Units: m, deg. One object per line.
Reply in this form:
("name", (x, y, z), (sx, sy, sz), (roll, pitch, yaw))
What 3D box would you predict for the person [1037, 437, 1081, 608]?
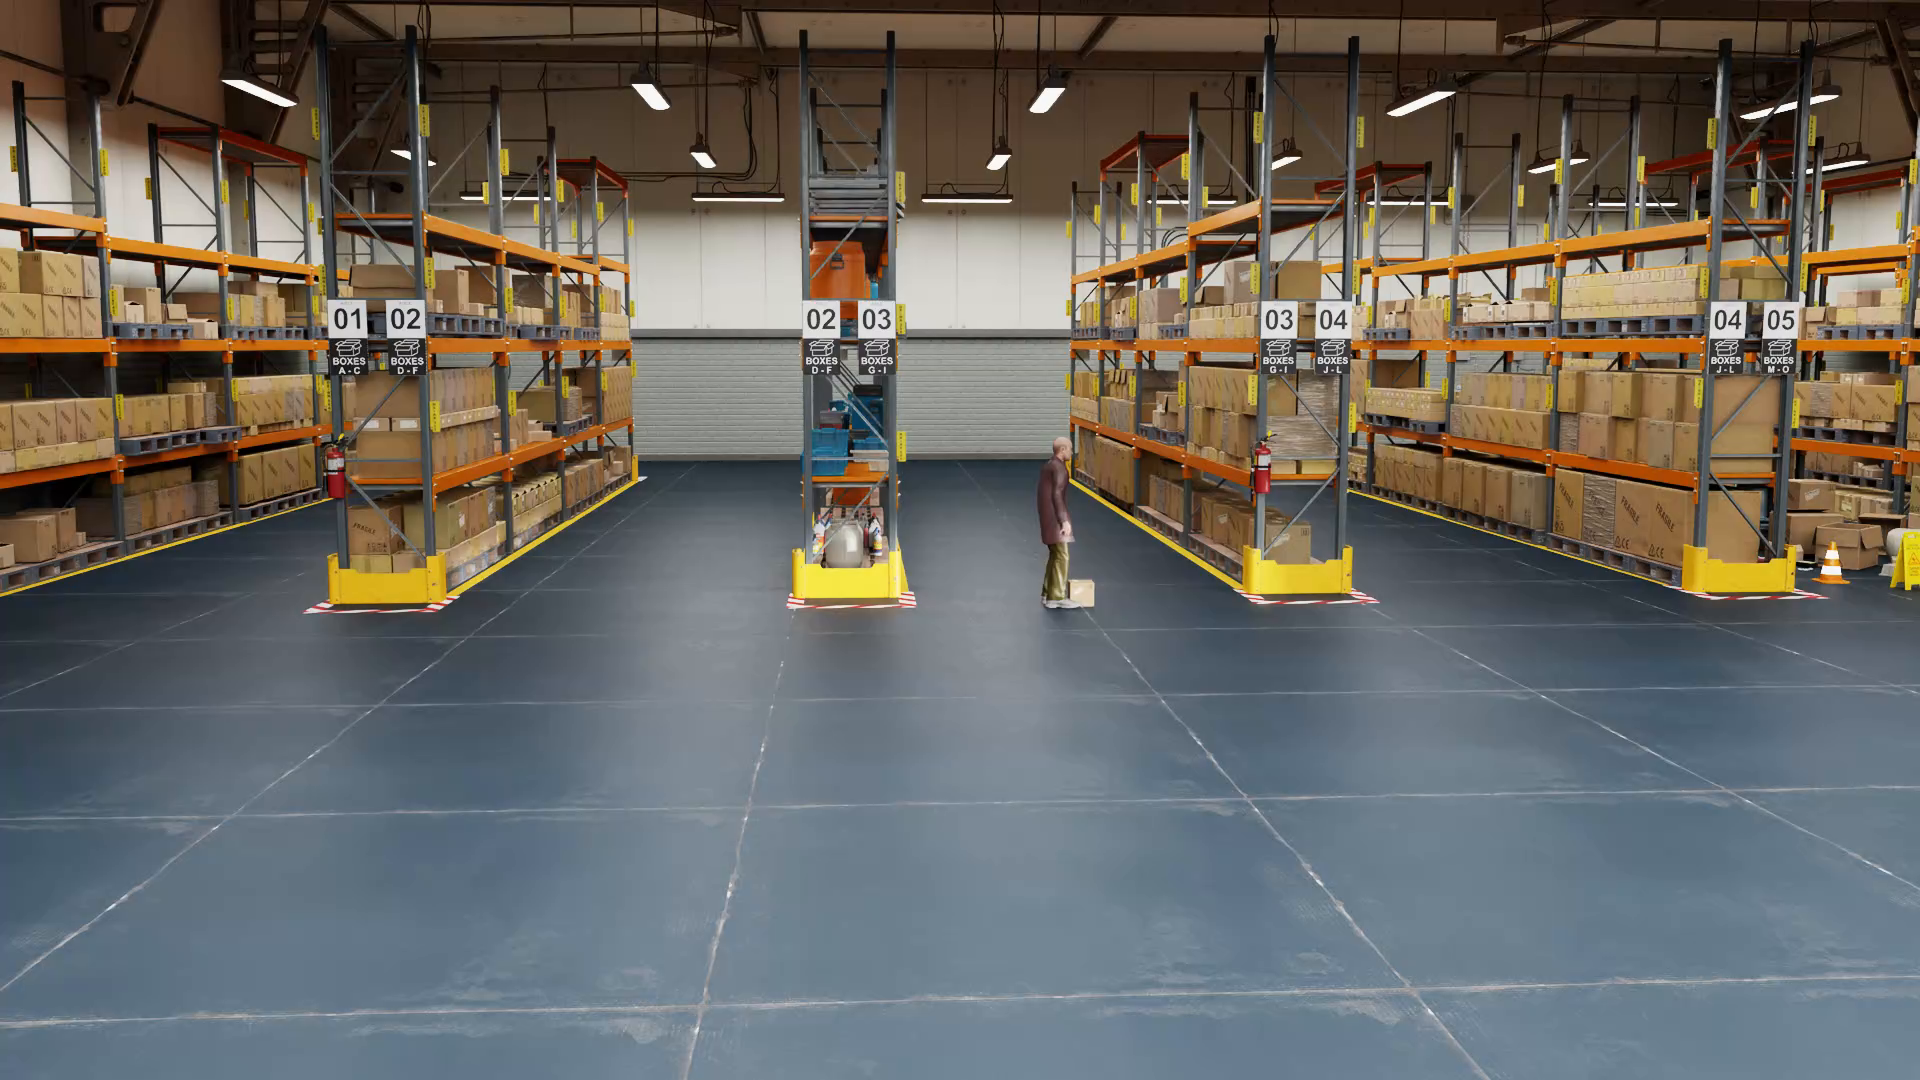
("person", (1.026, -0.195, 17.464), (0.429, 1.772, 0.649), (-1, 7, -7))
